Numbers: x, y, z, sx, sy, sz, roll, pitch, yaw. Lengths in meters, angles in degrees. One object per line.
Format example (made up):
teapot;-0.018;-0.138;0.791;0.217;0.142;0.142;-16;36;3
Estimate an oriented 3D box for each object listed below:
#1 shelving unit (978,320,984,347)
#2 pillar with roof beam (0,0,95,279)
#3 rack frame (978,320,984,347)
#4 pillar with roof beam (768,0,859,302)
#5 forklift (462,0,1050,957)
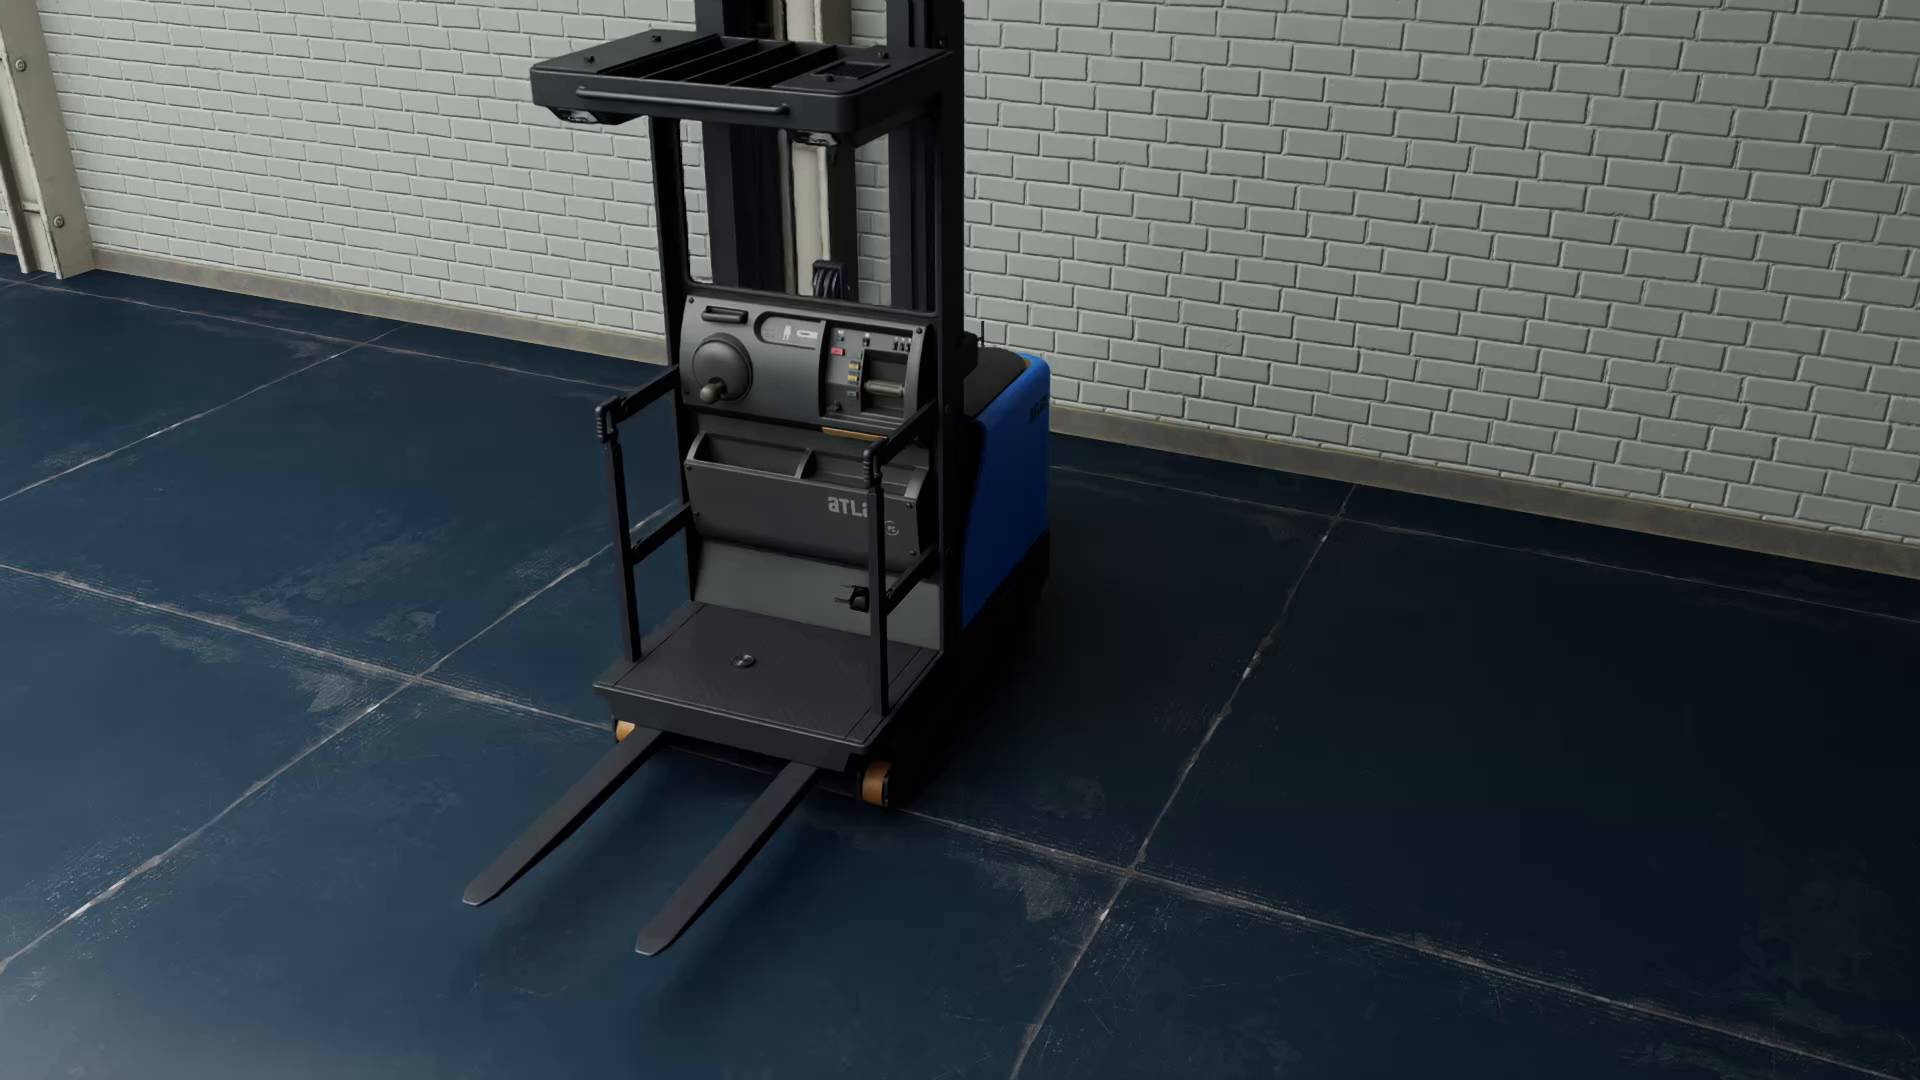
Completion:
shelving unit;-0.049;-0.481;7.538;0.252;1.050;0.215;11;28;22
pillar with roof beam;-8.040;-4.186;6.065;0.400;9.000;9.100;11;28;22
rack frame;0.062;-0.458;7.493;0.008;1.050;0.200;11;28;22
pillar with roof beam;-2.578;-3.089;3.837;0.400;9.000;9.100;11;28;22
forklift;-0.634;-0.588;5.626;1.130;2.935;3.031;10;28;20
